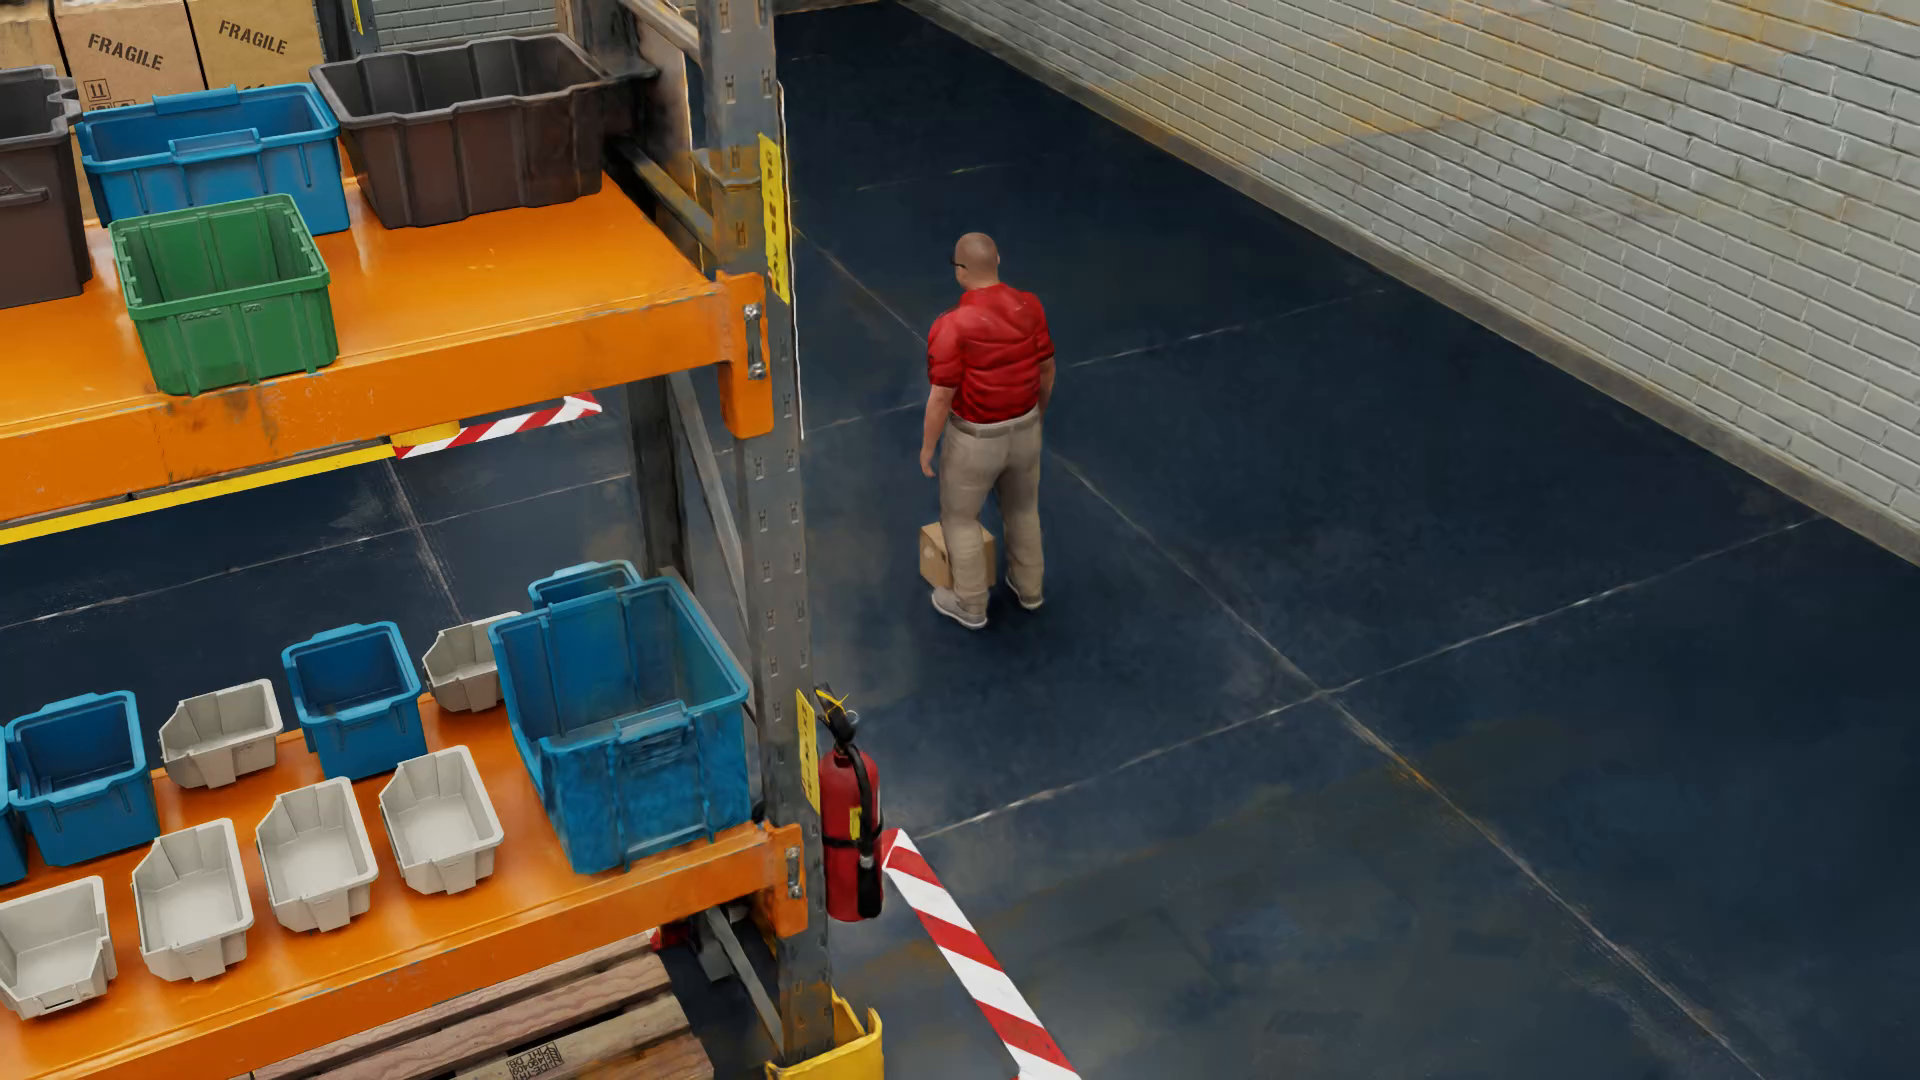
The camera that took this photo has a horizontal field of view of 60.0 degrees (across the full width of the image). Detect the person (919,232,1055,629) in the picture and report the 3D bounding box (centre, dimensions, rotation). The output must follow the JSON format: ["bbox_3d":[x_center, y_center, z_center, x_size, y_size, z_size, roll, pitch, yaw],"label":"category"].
[{"bbox_3d":[0.115,-0.429,6.815,0.602,1.728,0.384,-17,37,-25],"label":"person"}]
